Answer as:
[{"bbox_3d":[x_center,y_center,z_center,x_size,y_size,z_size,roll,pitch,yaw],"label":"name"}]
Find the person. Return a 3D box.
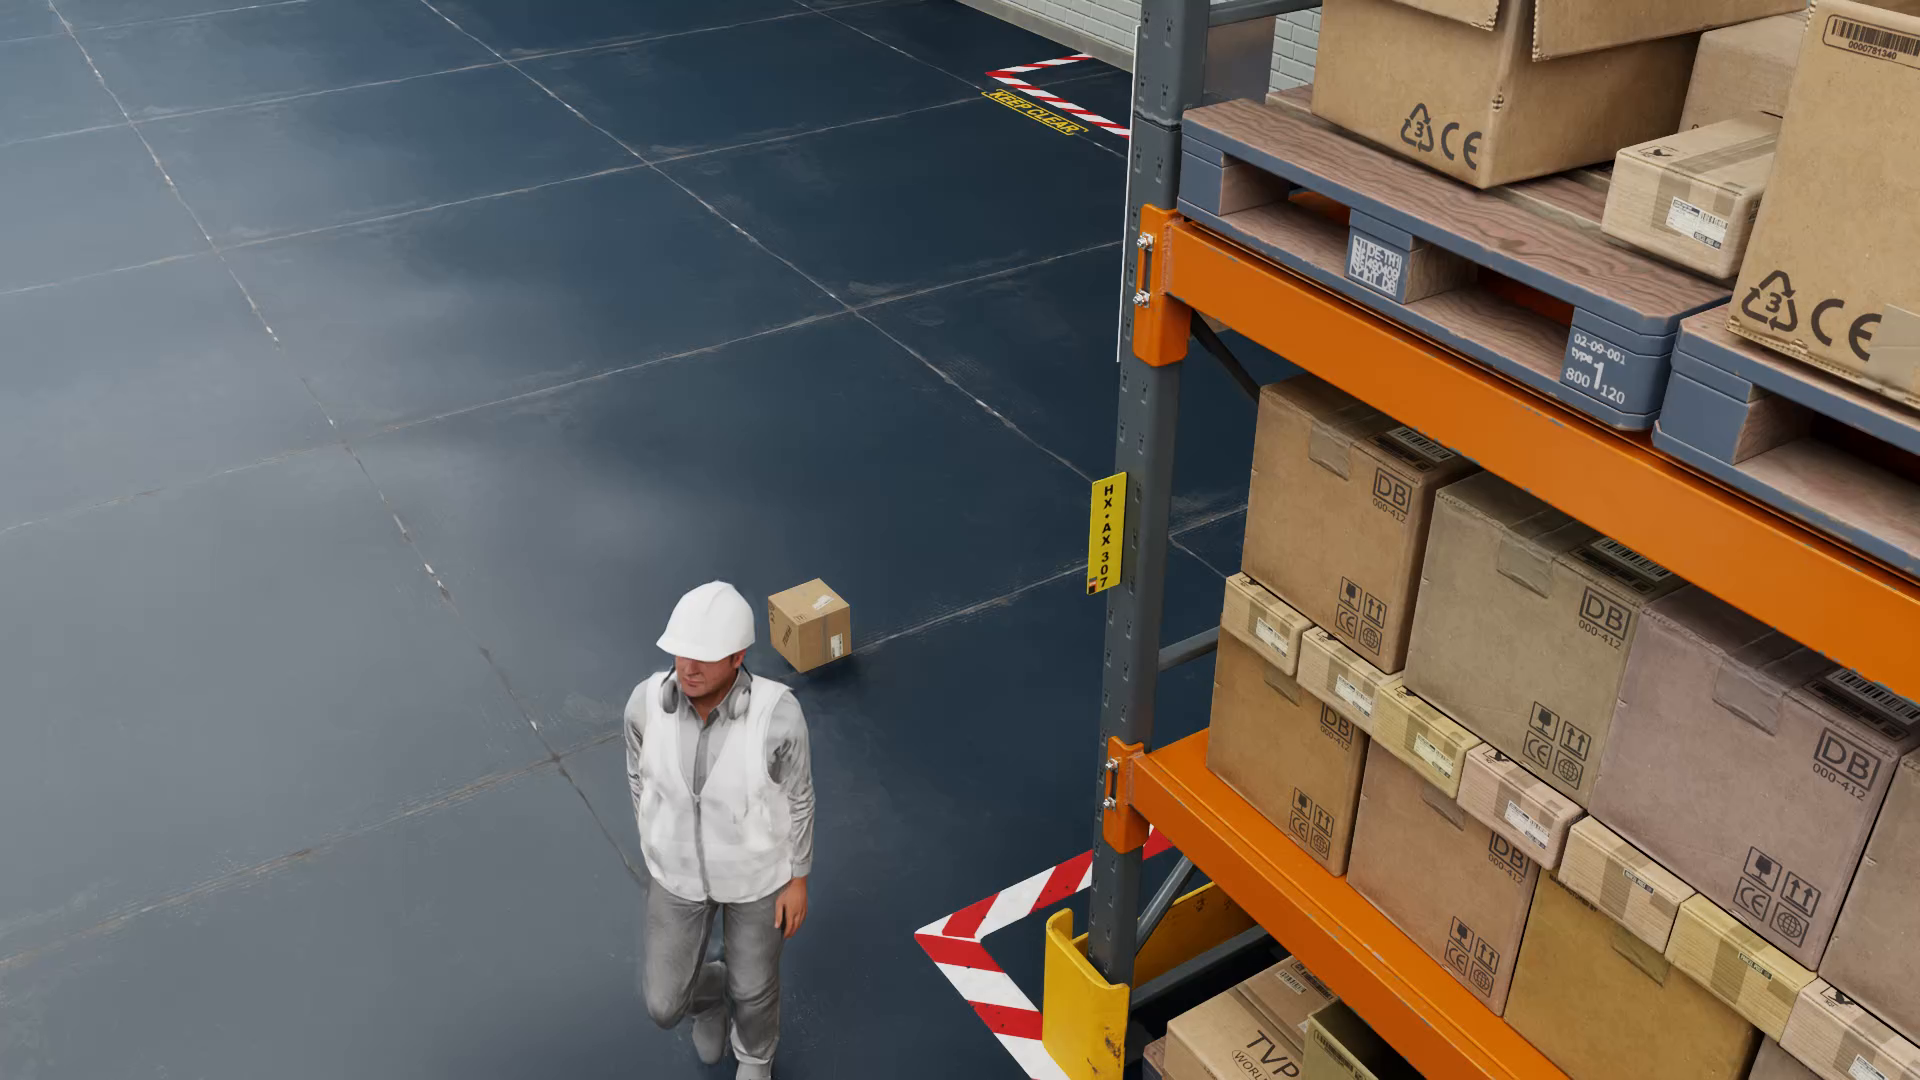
[{"bbox_3d":[-0.665,0.915,4.642,0.536,1.776,0.469,4,33,6],"label":"person"}]
